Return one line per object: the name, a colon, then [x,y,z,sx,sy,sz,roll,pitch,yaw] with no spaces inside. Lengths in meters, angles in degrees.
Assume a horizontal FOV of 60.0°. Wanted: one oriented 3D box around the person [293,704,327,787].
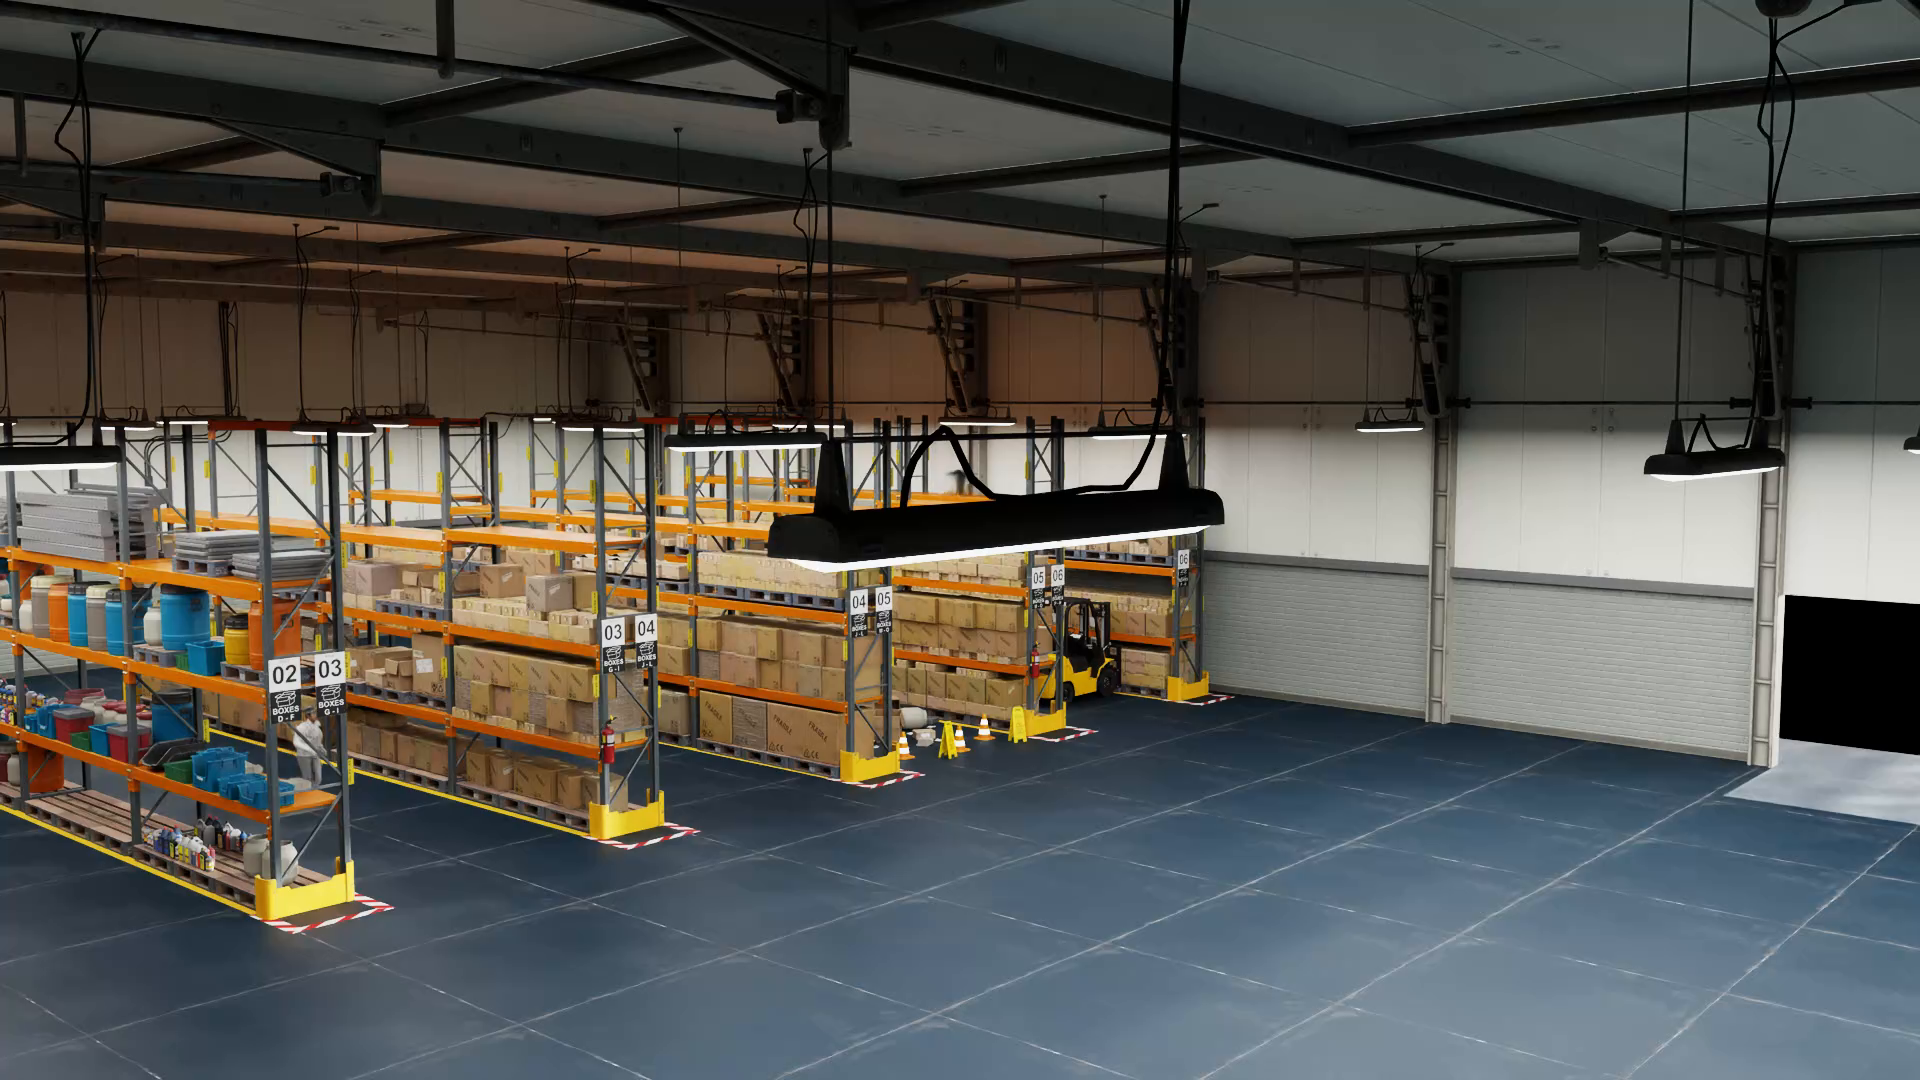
person: [-10.233,3.367,26.000,0.717,1.641,0.609,2,5,24]
